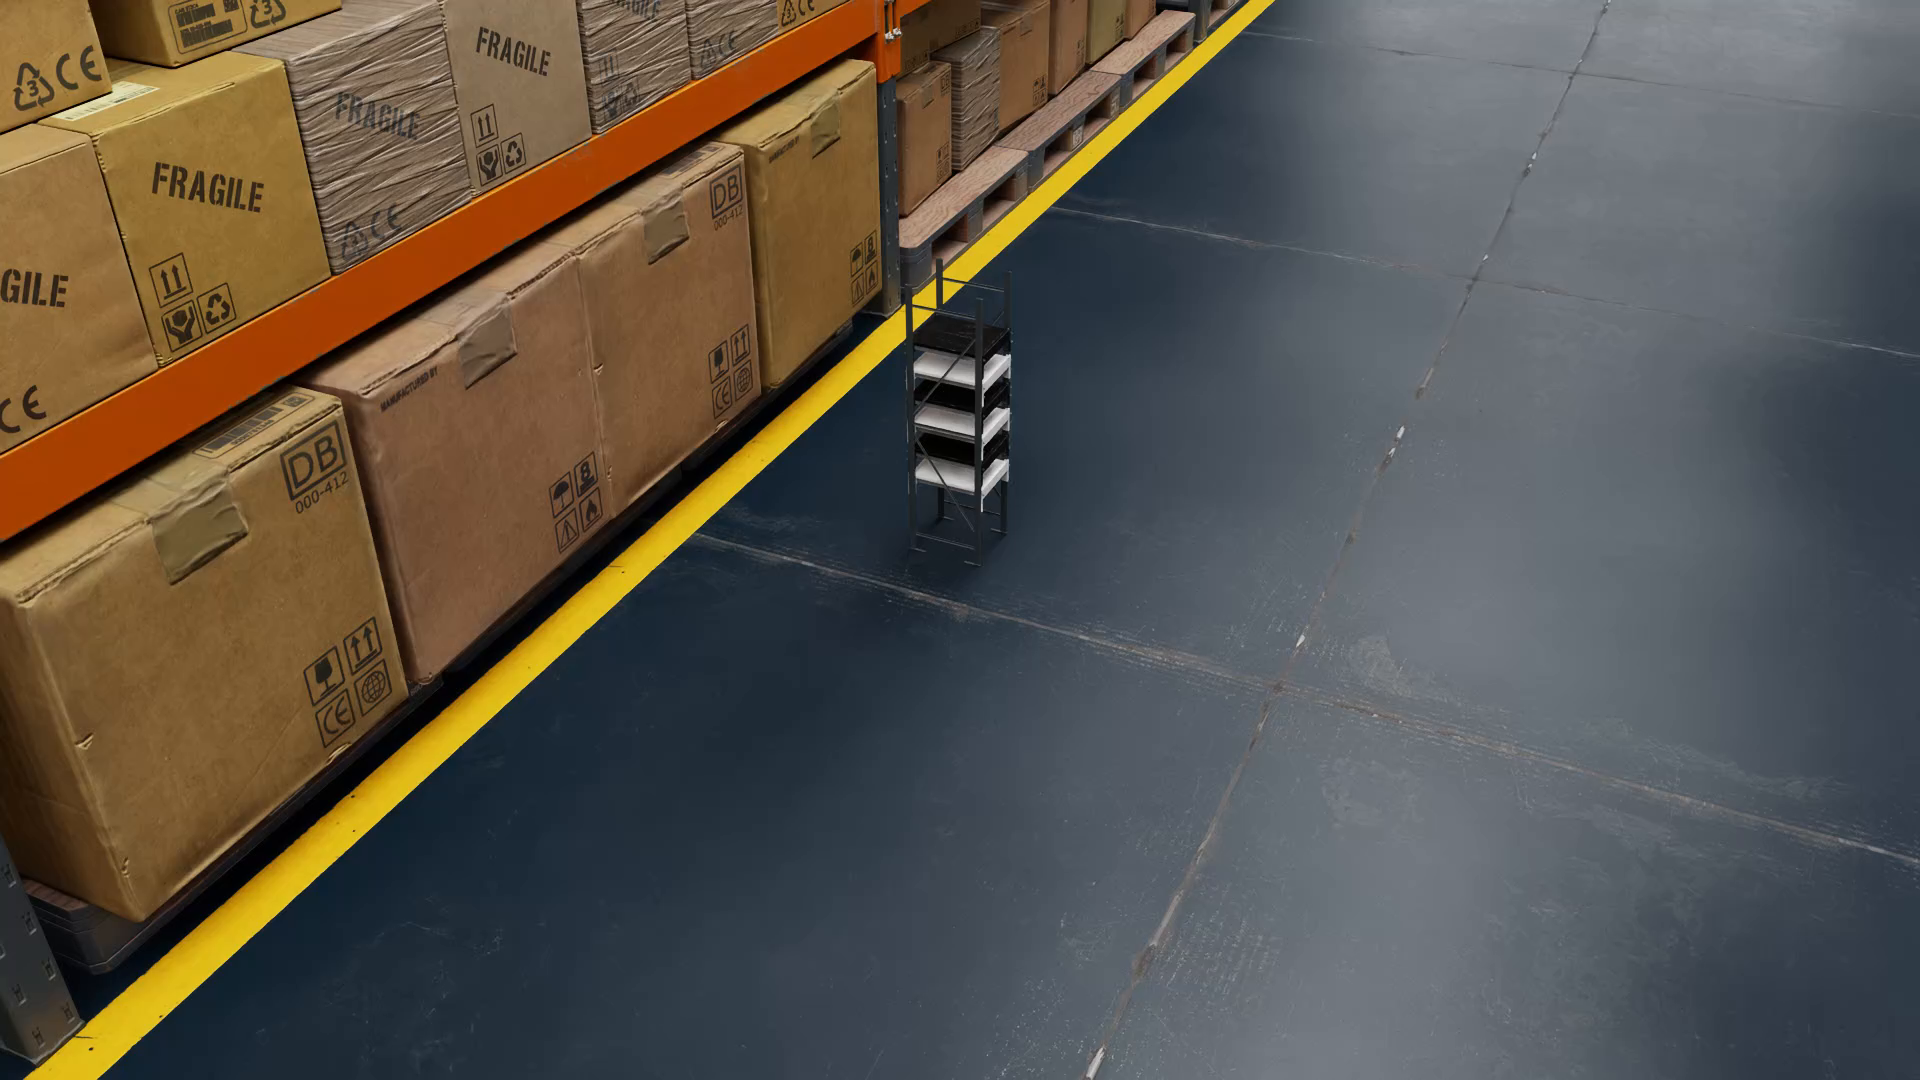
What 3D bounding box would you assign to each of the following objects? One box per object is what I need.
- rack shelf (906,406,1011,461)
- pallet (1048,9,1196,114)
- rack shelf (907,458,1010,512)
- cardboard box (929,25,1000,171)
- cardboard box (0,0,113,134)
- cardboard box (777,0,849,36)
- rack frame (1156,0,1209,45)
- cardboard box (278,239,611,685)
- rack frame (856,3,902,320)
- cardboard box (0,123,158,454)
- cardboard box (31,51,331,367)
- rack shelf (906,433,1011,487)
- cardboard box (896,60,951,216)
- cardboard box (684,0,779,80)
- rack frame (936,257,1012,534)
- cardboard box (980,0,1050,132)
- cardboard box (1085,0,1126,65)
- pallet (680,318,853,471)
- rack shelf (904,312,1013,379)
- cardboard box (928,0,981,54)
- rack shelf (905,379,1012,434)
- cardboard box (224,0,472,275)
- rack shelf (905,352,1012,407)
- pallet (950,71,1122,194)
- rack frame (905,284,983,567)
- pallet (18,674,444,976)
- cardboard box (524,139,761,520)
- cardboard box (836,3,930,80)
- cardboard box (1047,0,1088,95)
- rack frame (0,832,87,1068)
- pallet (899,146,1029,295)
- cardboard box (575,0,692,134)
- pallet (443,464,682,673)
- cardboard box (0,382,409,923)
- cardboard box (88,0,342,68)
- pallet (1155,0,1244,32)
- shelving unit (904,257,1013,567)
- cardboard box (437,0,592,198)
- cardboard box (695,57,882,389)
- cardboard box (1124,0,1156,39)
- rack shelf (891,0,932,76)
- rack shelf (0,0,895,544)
[{"bbox_3d":[-0.003,-0.344,5.015,0.258,0.077,0.200,14,36,20],"label":"rack shelf"},{"bbox_3d":[0.634,-2.707,9.185,1.003,0.211,1.213,14,36,20],"label":"pallet"},{"bbox_3d":[-0.003,-0.194,5.114,0.258,0.077,0.200,14,36,20],"label":"rack shelf"},{"bbox_3d":[-0.232,-2.025,7.481,0.700,0.500,0.500,11,35,17],"label":"cardboard box"},{"bbox_3d":[-2.129,-1.058,3.122,0.797,0.503,0.637,13,36,19],"label":"cardboard box"},{"bbox_3d":[-0.696,-2.008,5.486,0.500,0.500,0.500,15,36,22],"label":"cardboard box"},{"bbox_3d":[0.959,-4.261,9.013,1.000,3.000,0.127,14,36,20],"label":"rack frame"},{"bbox_3d":[-1.766,-0.332,4.576,1.225,0.875,0.875,13,35,19],"label":"cardboard box"},{"bbox_3d":[-0.715,-2.269,5.975,1.000,3.000,0.127,14,36,20],"label":"rack frame"},{"bbox_3d":[-1.969,-0.490,3.171,0.500,0.500,0.500,14,36,21],"label":"cardboard box"},{"bbox_3d":[-1.759,-0.741,3.553,0.500,0.500,0.500,14,36,21],"label":"cardboard box"},{"bbox_3d":[-0.003,-0.269,5.065,0.258,0.077,0.200,14,36,20],"label":"rack shelf"},{"bbox_3d":[-0.453,-1.746,7.055,0.700,0.500,0.500,12,35,18],"label":"cardboard box"},{"bbox_3d":[-0.910,-1.761,5.109,0.500,0.500,0.500,14,36,20],"label":"cardboard box"},{"bbox_3d":[0.039,-0.423,5.074,0.240,0.900,0.006,14,36,20],"label":"rack frame"},{"bbox_3d":[-0.001,-2.309,7.914,0.700,0.500,0.500,17,37,24],"label":"cardboard box"},{"bbox_3d":[0.466,-2.866,8.763,0.700,0.500,0.500,14,36,20],"label":"cardboard box"},{"bbox_3d":[-1.113,-0.727,6.167,1.003,0.211,1.213,14,36,20],"label":"pallet"},{"bbox_3d":[-0.003,-0.570,4.867,0.258,0.077,0.200,14,36,20],"label":"rack shelf"},{"bbox_3d":[-0.249,-2.328,7.260,0.500,0.250,0.500,18,37,26],"label":"cardboard box"},{"bbox_3d":[-0.003,-0.420,4.966,0.258,0.077,0.200,14,36,20],"label":"rack shelf"},{"bbox_3d":[-1.549,-0.990,3.933,0.500,0.500,0.500,13,36,19],"label":"cardboard box"},{"bbox_3d":[-0.003,-0.495,4.917,0.258,0.077,0.200,14,36,20],"label":"rack shelf"},{"bbox_3d":[0.125,-2.097,8.255,1.003,0.211,1.213,14,36,20],"label":"pallet"},{"bbox_3d":[-0.046,-0.322,4.920,0.240,0.900,0.006,14,36,20],"label":"rack frame"},{"bbox_3d":[-2.134,0.488,4.313,1.003,0.211,1.213,14,36,20],"label":"pallet"},{"bbox_3d":[-1.402,-0.775,5.251,1.225,0.875,0.875,14,36,21],"label":"cardboard box"},{"bbox_3d":[-0.462,-2.062,6.853,0.500,0.250,0.500,16,36,22],"label":"cardboard box"},{"bbox_3d":[0.232,-2.587,8.338,0.700,0.500,0.500,11,35,16],"label":"cardboard box"},{"bbox_3d":[-2.388,-0.277,2.936,1.000,3.000,0.127,14,36,20],"label":"rack frame"},{"bbox_3d":[-0.386,-1.492,7.332,1.003,0.211,1.213,14,36,20],"label":"pallet"},{"bbox_3d":[-1.124,-1.502,4.713,0.500,0.500,0.500,13,35,19],"label":"cardboard box"},{"bbox_3d":[-1.625,-0.122,5.243,1.003,0.211,1.213,14,36,20],"label":"pallet"},{"bbox_3d":[-2.139,0.113,3.897,1.225,0.875,0.875,14,36,21],"label":"cardboard box"},{"bbox_3d":[-1.831,-1.397,3.639,0.797,0.503,0.637,15,36,21],"label":"cardboard box"},{"bbox_3d":[1.208,-3.437,10.300,1.003,0.211,1.213,14,36,20],"label":"pallet"},{"bbox_3d":[-0.003,-0.372,4.997,0.258,0.900,0.210,14,36,20],"label":"shelving unit"},{"bbox_3d":[-1.338,-1.248,4.327,0.500,0.500,0.500,15,36,21],"label":"cardboard box"},{"bbox_3d":[-1.022,-1.217,5.925,1.225,0.875,0.875,13,35,18],"label":"cardboard box"},{"bbox_3d":[0.682,-3.099,9.119,0.700,0.500,0.500,11,35,17],"label":"cardboard box"},{"bbox_3d":[0.122,-2.964,7.691,1.077,0.370,4.000,14,36,20],"label":"rack shelf"},{"bbox_3d":[-1.552,-0.972,4.653,1.077,0.370,4.000,14,36,20],"label":"rack shelf"}]
